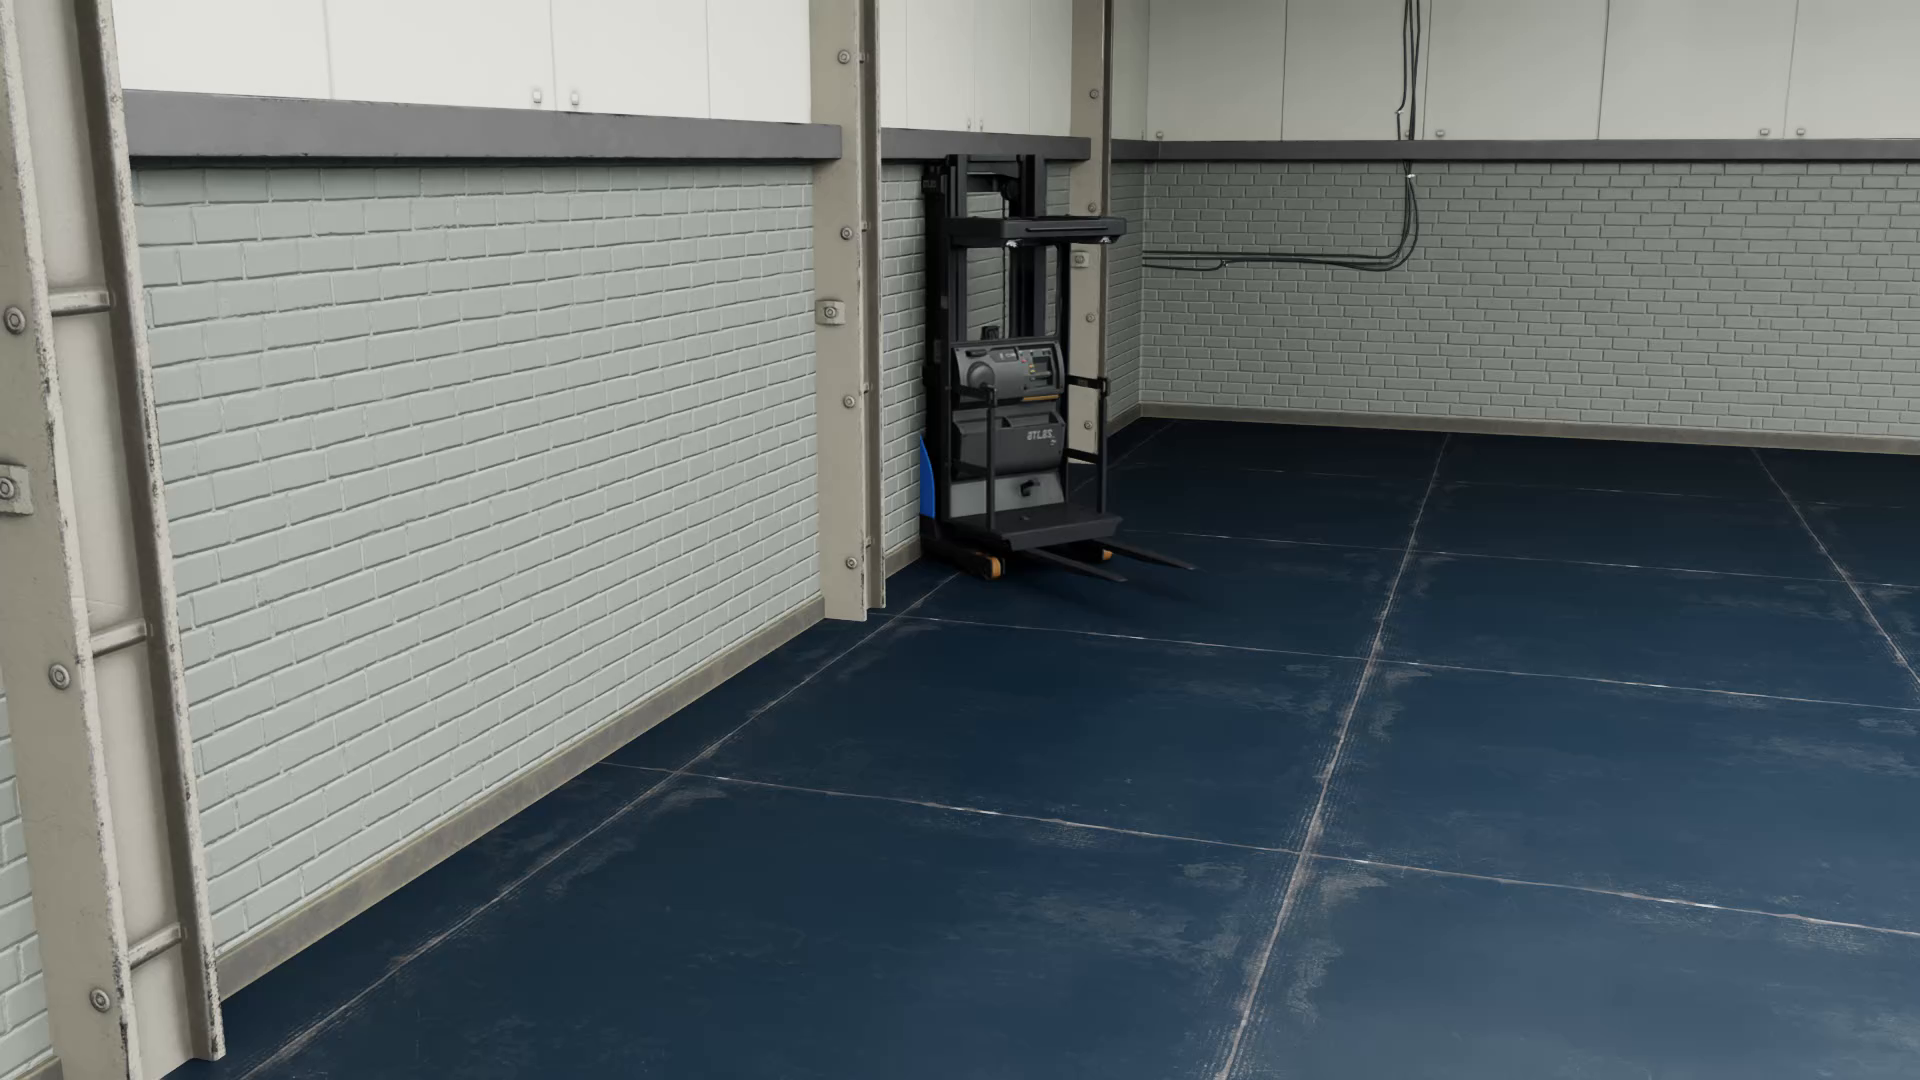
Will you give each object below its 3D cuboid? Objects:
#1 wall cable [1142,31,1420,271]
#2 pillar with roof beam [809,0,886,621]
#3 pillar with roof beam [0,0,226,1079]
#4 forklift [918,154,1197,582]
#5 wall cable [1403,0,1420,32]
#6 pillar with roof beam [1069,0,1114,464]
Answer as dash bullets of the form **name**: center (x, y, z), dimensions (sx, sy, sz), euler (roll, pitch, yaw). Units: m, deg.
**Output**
- **wall cable**: center (3.444, -4.191, 18.104), dimensions (3.097, 2.526, 0.112), euler (4, 14, 18)
- **pillar with roof beam**: center (3.372, -3.606, 8.565), dimensions (9.100, 9.000, 0.400), euler (4, 14, 18)
- **pillar with roof beam**: center (1.431, -2.343, 3.030), dimensions (9.100, 9.000, 0.400), euler (4, 14, 18)
- **forklift**: center (0.481, -1.267, 11.952), dimensions (1.130, 2.935, 3.031), euler (-8, 15, -32)
- **wall cable**: center (6.004, -6.458, 16.689), dimensions (3.097, 2.526, 0.112), euler (4, 14, 18)
- **pillar with roof beam**: center (5.313, -4.870, 14.100), dimensions (9.100, 9.000, 0.400), euler (4, 14, 18)
